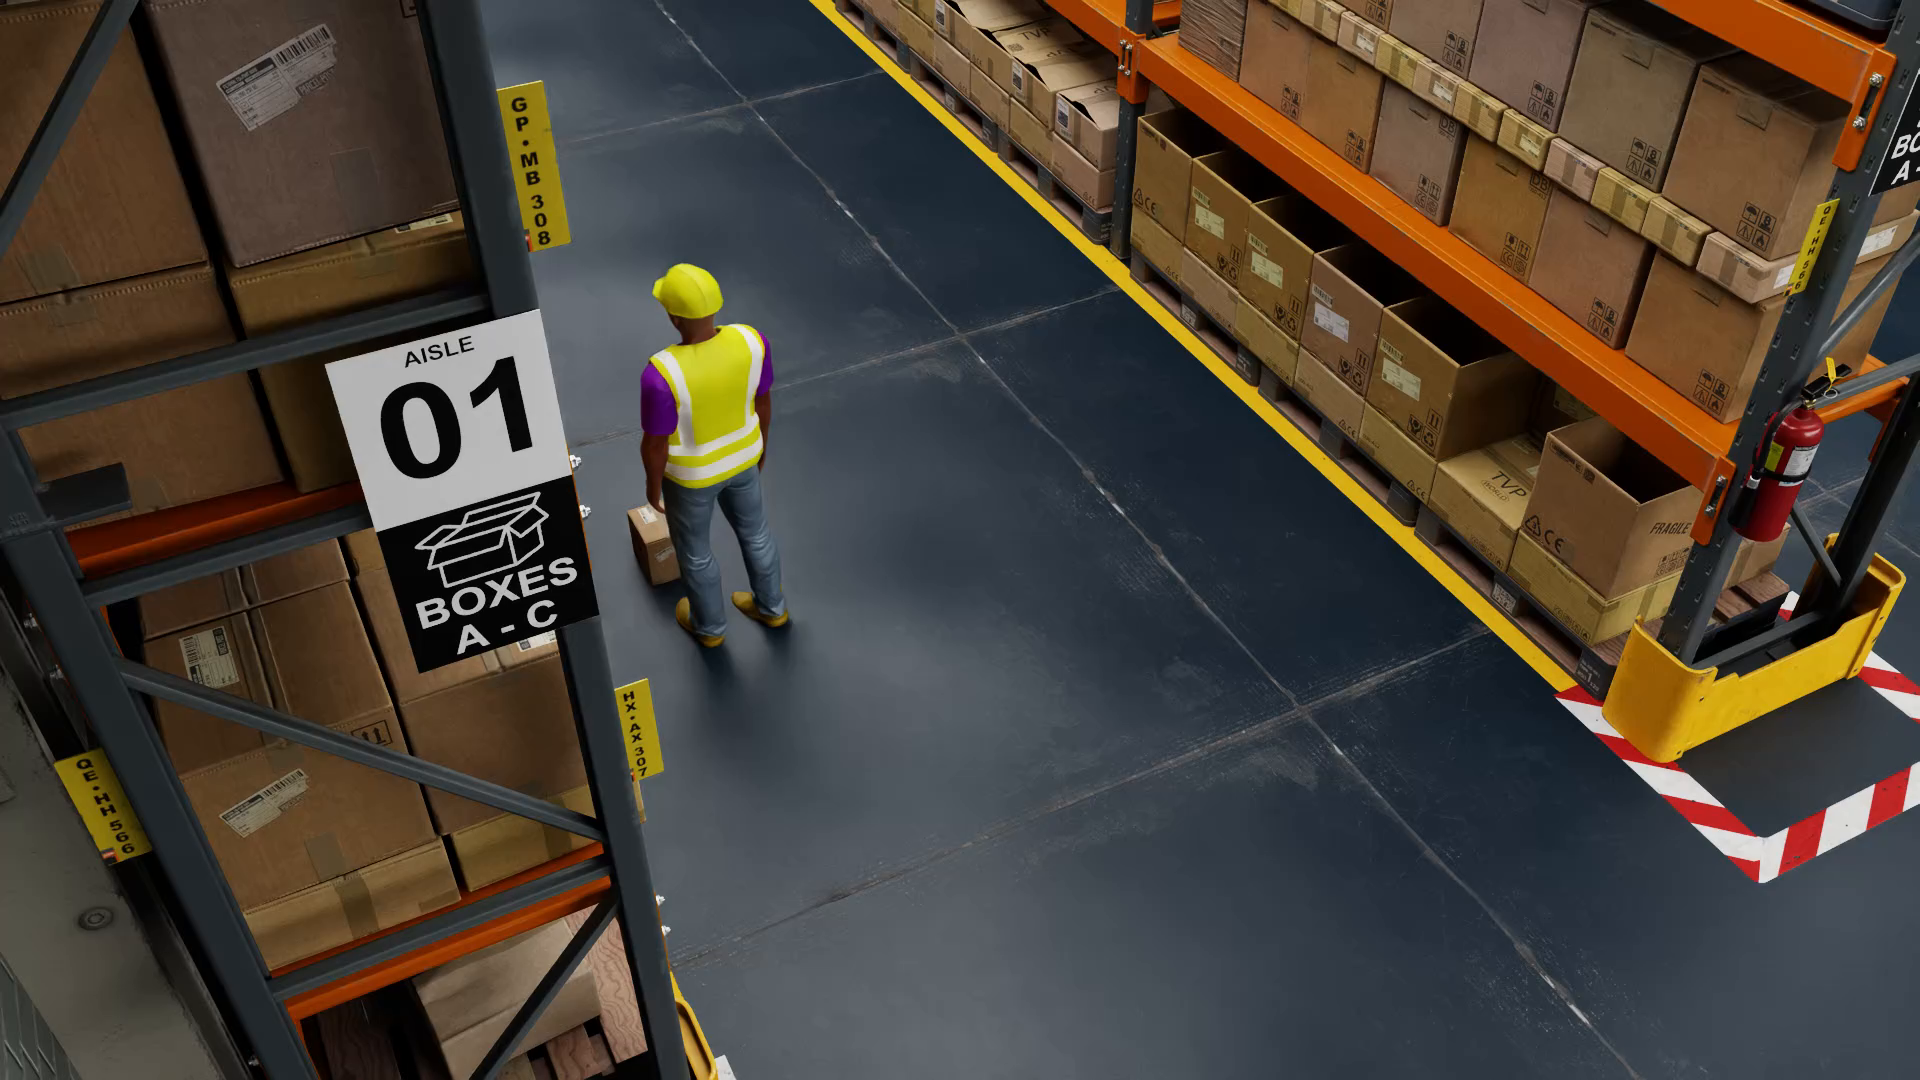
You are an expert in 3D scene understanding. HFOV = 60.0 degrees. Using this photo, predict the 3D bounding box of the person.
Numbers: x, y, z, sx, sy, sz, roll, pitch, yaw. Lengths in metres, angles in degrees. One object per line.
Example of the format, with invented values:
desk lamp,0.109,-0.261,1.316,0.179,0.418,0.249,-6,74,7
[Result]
person,-0.993,-0.311,6.518,0.565,1.785,0.396,-28,48,-28
